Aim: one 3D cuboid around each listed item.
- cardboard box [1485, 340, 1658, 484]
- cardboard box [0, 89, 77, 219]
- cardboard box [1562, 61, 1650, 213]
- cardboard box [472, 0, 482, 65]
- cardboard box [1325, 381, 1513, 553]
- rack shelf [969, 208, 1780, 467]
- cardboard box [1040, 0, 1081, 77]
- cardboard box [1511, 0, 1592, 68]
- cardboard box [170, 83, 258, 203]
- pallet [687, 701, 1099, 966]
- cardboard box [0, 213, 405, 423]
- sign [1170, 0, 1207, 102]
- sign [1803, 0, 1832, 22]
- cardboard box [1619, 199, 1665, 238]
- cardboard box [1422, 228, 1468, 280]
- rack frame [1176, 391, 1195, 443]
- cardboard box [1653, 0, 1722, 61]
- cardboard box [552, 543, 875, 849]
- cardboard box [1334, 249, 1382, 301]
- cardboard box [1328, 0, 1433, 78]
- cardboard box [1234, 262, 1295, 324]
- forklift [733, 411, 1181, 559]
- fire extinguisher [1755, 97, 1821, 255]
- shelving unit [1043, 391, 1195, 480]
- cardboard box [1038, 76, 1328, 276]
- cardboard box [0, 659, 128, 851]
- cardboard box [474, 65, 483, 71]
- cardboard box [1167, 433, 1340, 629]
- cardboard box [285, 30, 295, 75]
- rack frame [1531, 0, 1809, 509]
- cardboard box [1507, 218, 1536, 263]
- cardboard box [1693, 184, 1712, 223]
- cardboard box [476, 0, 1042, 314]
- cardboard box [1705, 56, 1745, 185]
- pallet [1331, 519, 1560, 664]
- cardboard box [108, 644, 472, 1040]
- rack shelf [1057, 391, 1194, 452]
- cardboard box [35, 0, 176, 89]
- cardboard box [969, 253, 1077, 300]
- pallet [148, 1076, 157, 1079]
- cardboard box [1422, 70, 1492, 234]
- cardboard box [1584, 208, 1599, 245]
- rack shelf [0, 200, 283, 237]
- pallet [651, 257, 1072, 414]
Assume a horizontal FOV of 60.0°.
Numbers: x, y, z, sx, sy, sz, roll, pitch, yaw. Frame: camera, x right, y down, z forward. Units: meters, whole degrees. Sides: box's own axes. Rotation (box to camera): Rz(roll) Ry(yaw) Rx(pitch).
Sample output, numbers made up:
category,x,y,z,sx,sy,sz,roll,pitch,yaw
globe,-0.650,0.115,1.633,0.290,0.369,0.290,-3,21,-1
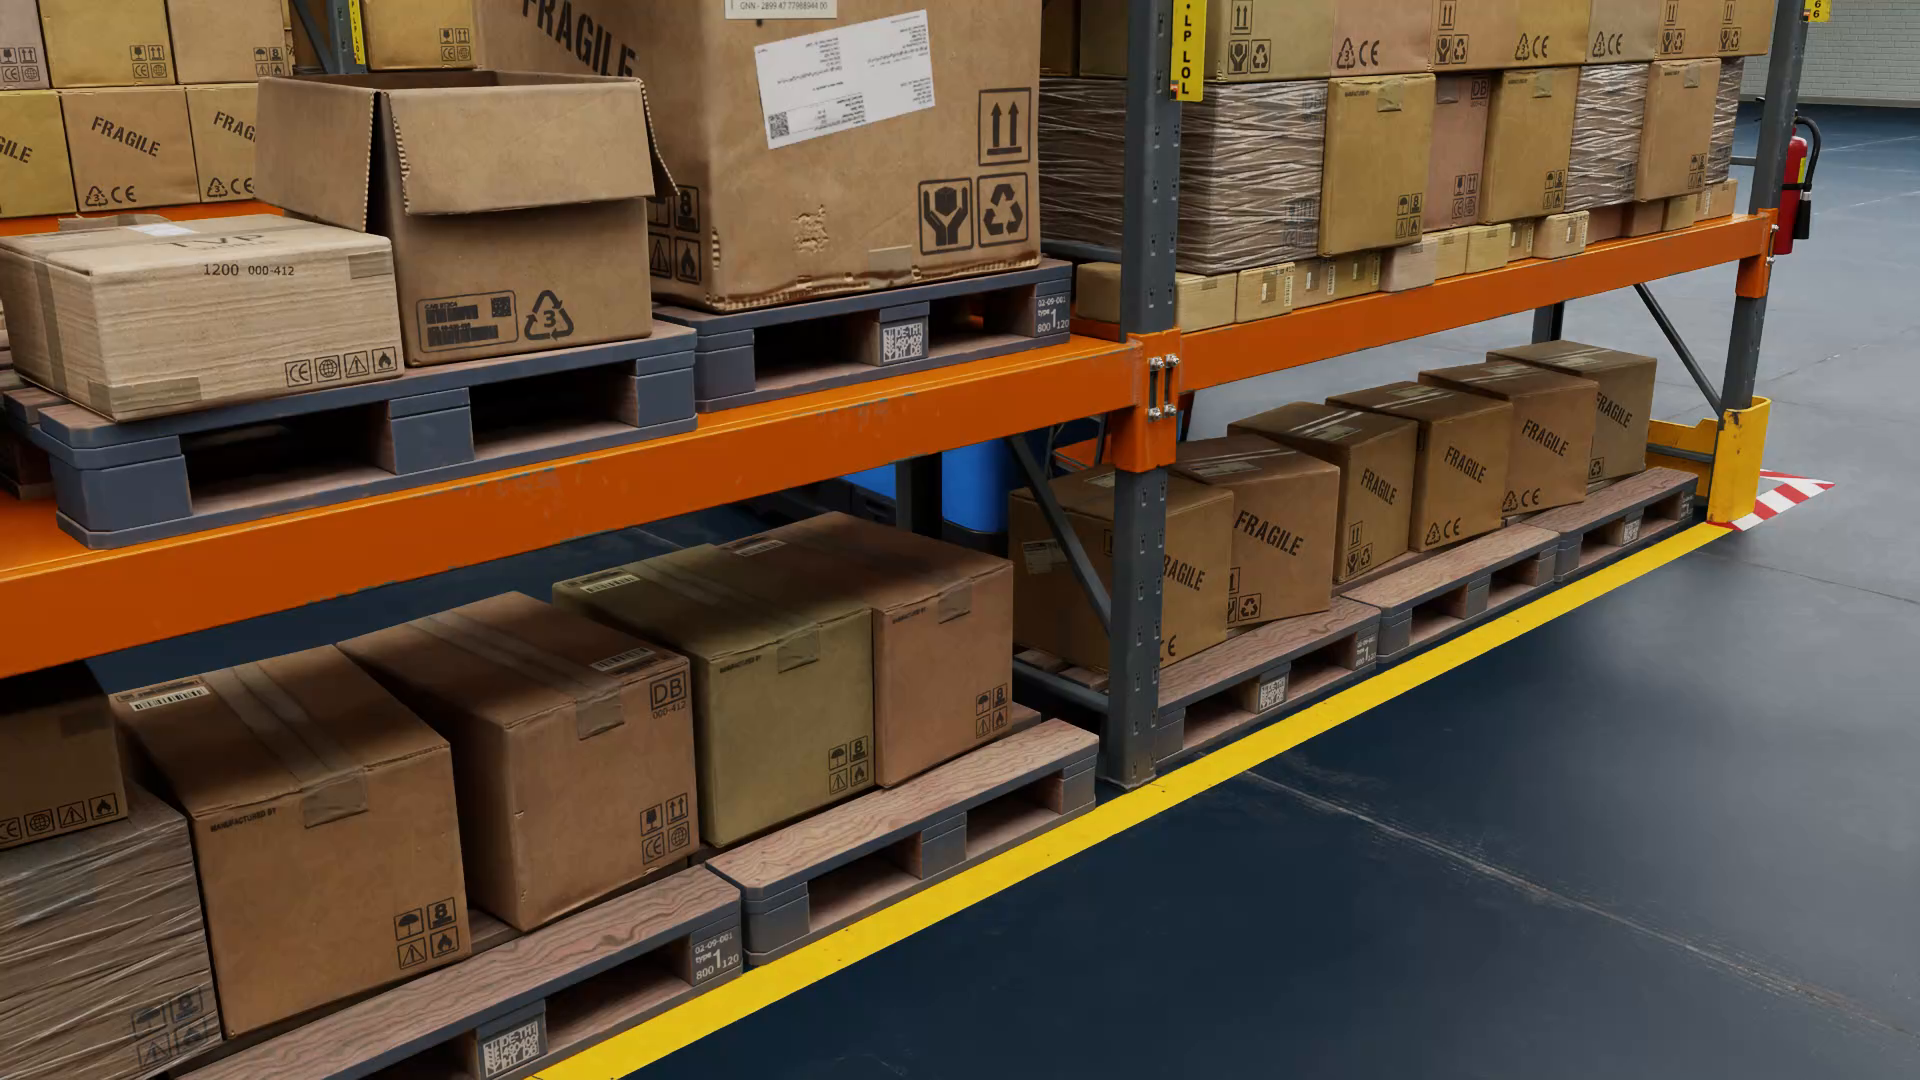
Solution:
category,x,y,z,sx,sy,sz,roll,pitch,yaw
cardboard box,2.623,-0.557,7.212,0.500,0.500,0.500,-11,21,-31
cardboard box,-4.082,-1.623,6.966,0.500,0.500,0.500,-16,24,-40
cardboard box,1.996,-1.525,6.180,0.500,0.500,0.875,-16,24,-41
cardboard box,-2.541,-2.759,8.636,0.550,0.550,0.875,-16,24,-41
cardboard box,1.744,-0.295,6.402,0.500,0.500,0.500,-14,22,-36
rack shelf,1.635,-0.909,6.092,4.000,0.370,1.077,-16,24,-41
cardboard box,0.320,-1.649,4.943,0.500,0.500,0.500,-16,24,-41
cardboard box,1.765,-1.851,5.565,0.500,0.500,0.500,-16,24,-41
cardboard box,-3.348,-1.838,7.627,0.500,0.500,0.500,-16,24,-41
pallet,-0.383,0.664,4.594,1.213,0.211,1.003,-16,24,-41
cardboard box,-1.349,-0.412,2.954,0.500,0.250,0.500,17,25,42
sign,0.566,-1.255,4.114,0.005,0.325,0.100,-16,24,-41
sign,3.455,-2.248,6.664,0.005,0.325,0.100,-16,24,-41
cardboard box,2.502,-1.282,6.483,0.250,0.149,0.380,-16,24,-41
cardboard box,1.436,-0.957,5.479,0.250,0.149,0.380,-16,24,-41
rack frame,0.743,-0.387,6.208,0.015,1.200,0.240,-18,35,-42
cardboard box,2.499,-2.061,6.211,0.500,0.500,0.500,-16,24,-41
cardboard box,-0.639,0.374,4.306,0.500,0.500,0.700,-16,24,-41
cardboard box,1.073,-0.851,5.152,0.250,0.149,0.380,-16,24,-41
cardboard box,1.046,-1.637,4.904,0.500,0.500,0.500,-16,24,-41
cardboard box,0.735,-0.736,4.799,0.250,0.149,0.380,-16,24,-41
forklift,-0.408,-1.578,7.099,1.130,2.935,3.031,-13,22,-35
fire extinguisher,3.488,-1.559,7.056,0.183,0.674,0.296,-16,24,-41
shelving unit,0.571,-0.332,6.044,0.503,1.200,0.258,-18,35,-42
cardboard box,0.551,-1.098,4.864,0.500,0.500,0.875,-16,24,-41
cardboard box,-1.880,0.380,3.074,0.500,0.250,0.500,-13,22,-35
cardboard box,-2.508,-2.234,8.769,0.550,0.550,0.875,-16,24,-41
cardboard box,0.911,-0.037,5.608,0.500,0.500,0.500,-8,20,-24
cardboard box,-5.040,-3.595,12.564,0.500,0.500,0.500,-16,24,-40
rack frame,3.088,-1.675,7.288,0.127,3.000,1.000,-16,24,-41
cardboard box,1.776,-1.070,5.829,0.250,0.149,0.380,-16,24,-41
cardboard box,2.841,-1.396,6.835,0.250,0.149,0.380,-16,24,-41
cardboard box,-0.492,-1.176,4.094,1.000,1.000,1.000,-16,24,-40
cardboard box,2.670,-1.754,6.886,0.500,0.500,0.875,-16,24,-41
pallet,1.532,0.089,6.369,1.213,0.211,1.003,-16,24,-41
cardboard box,-1.450,0.611,3.576,0.500,0.500,0.700,-14,23,-36
rack shelf,0.589,-0.472,5.979,0.480,0.148,0.258,-18,35,-42
cardboard box,-3.882,-2.268,7.332,0.500,0.500,0.700,-17,24,-42
cardboard box,0.136,-0.820,5.056,0.250,0.149,0.380,-16,24,-41
pallet,-2.156,1.181,2.999,1.213,0.211,1.003,-16,24,-41
cardboard box,1.233,-1.325,5.563,0.500,0.500,0.875,-16,24,-41
cardboard box,2.126,-1.180,6.169,0.250,0.149,0.380,-16,24,-41
rack shelf,-4.606,-1.195,6.972,4.000,0.370,1.077,-16,24,-41
pallet,-0.473,-0.607,4.304,1.213,0.211,1.003,-16,24,-41
